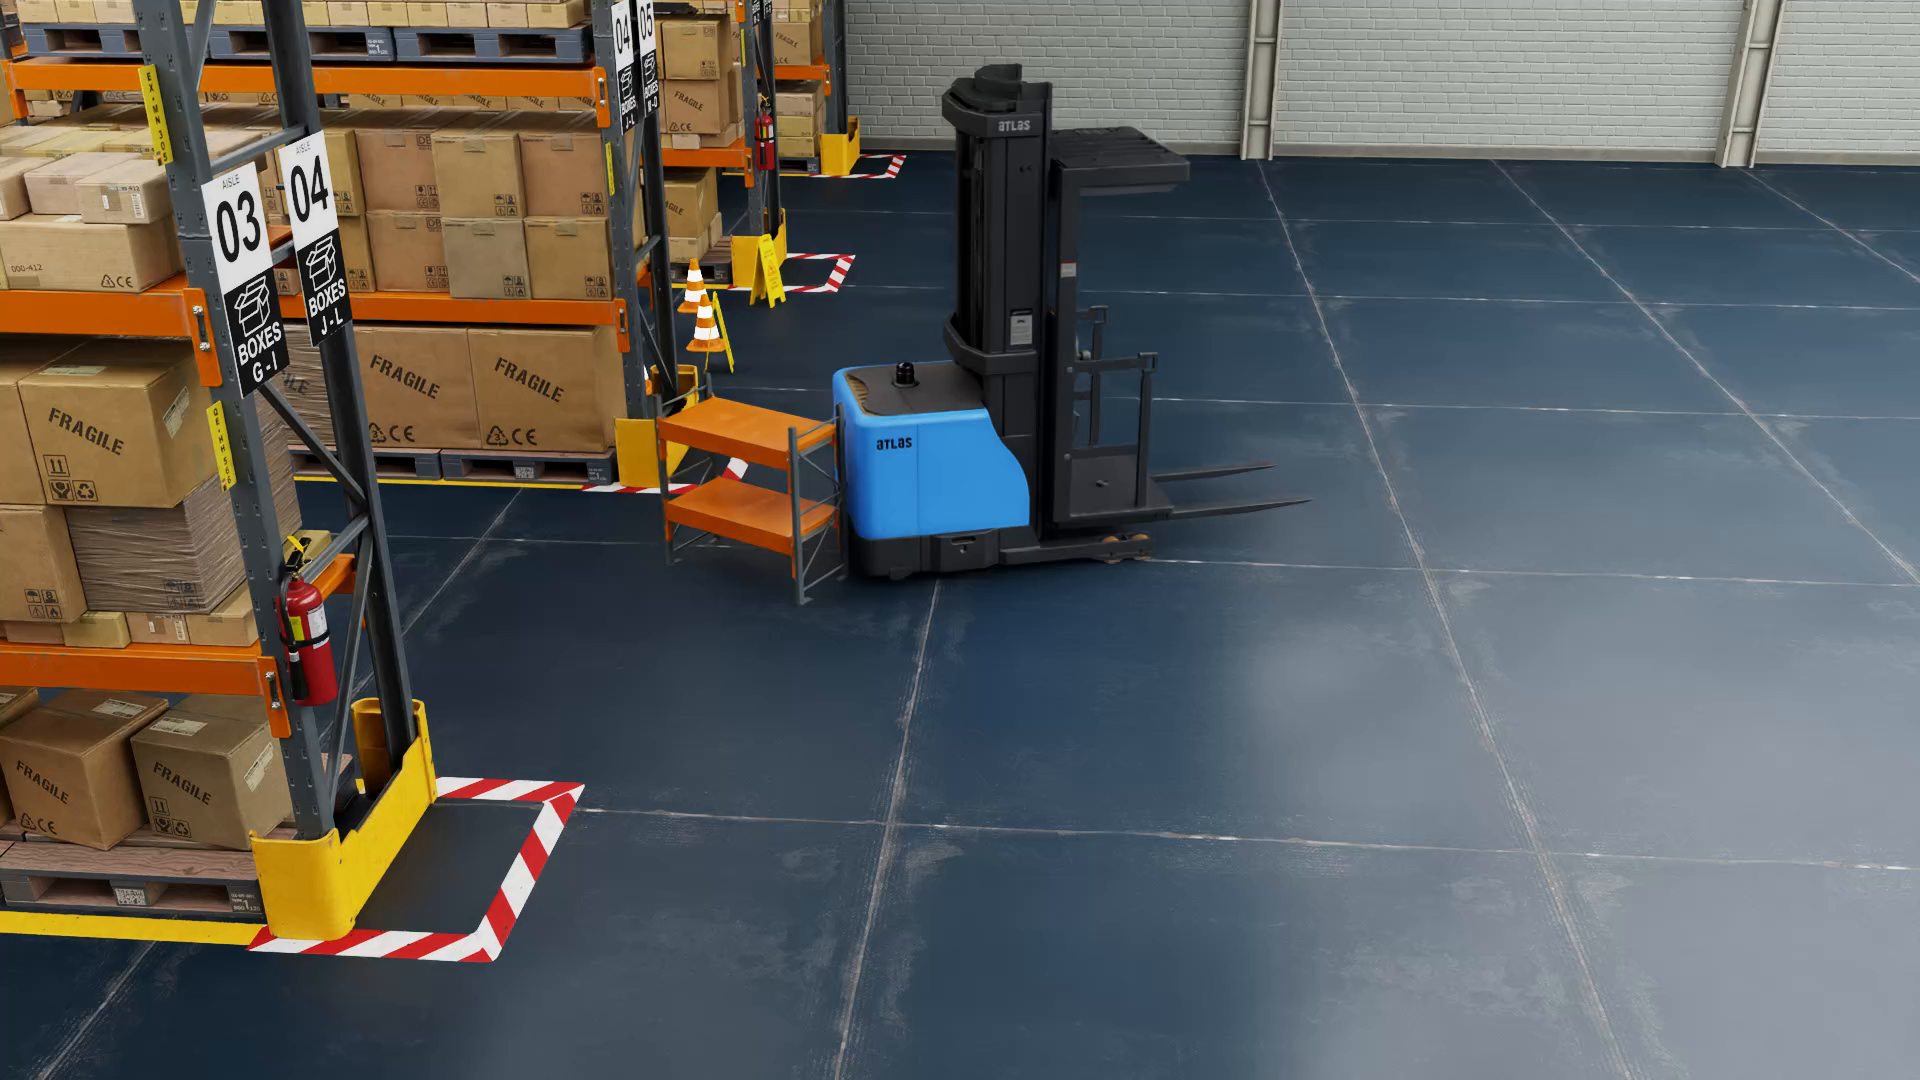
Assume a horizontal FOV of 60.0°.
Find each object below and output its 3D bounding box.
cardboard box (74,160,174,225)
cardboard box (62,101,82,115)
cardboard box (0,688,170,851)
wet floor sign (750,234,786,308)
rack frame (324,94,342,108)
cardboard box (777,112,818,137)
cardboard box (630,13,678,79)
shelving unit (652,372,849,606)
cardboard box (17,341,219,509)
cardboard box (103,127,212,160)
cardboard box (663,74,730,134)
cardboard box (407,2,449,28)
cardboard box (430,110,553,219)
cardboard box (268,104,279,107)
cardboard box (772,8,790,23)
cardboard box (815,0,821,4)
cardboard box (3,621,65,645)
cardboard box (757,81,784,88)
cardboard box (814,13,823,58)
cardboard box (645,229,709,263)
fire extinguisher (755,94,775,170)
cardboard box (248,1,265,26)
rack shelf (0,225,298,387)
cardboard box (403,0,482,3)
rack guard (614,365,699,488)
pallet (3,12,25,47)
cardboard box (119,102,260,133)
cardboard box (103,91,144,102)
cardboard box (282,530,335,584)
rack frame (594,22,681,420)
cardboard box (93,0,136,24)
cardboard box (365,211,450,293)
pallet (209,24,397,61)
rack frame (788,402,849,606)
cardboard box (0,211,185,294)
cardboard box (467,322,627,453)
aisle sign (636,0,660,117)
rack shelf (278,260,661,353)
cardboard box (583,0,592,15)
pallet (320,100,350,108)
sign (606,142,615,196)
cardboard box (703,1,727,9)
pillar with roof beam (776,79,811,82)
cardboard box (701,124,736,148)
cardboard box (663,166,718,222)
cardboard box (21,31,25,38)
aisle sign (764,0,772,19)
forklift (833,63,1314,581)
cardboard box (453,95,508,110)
[{"bbox_3d":[-2.968,-1.261,6.016,0.250,0.149,0.380,2,25,4],"label":"cardboard box"},{"bbox_3d":[-8.508,-4.238,16.170,0.250,0.149,0.380,3,25,7],"label":"cardboard box"},{"bbox_3d":[-3.887,1.006,7.463,0.500,0.500,0.500,8,26,18],"label":"cardboard box"},{"bbox_3d":[-1.801,-2.515,15.445,0.232,0.644,0.267,11,27,22],"label":"wet floor sign"},{"bbox_3d":[-5.897,-4.165,16.213,0.127,3.000,1.000,2,25,4],"label":"rack frame"},{"bbox_3d":[-2.041,-5.160,20.564,0.500,0.250,0.500,2,25,3],"label":"cardboard box"},{"bbox_3d":[-2.939,-4.616,15.523,0.500,0.500,0.700,2,25,4],"label":"cardboard box"},{"bbox_3d":[-1.263,-0.324,10.109,1.048,1.125,0.538,15,29,29],"label":"shelving unit"},{"bbox_3d":[-3.234,-0.456,6.481,0.500,0.500,0.500,2,25,4],"label":"cardboard box"},{"bbox_3d":[-3.175,-1.536,6.614,0.250,0.149,0.380,2,25,5],"label":"cardboard box"},{"bbox_3d":[-2.471,-4.120,15.640,0.500,0.500,0.500,1,25,3],"label":"cardboard box"},{"bbox_3d":[-3.303,-3.349,10.531,0.250,0.149,0.380,2,25,4],"label":"cardboard box"},{"bbox_3d":[-3.109,-2.537,11.203,0.550,0.550,0.875,2,25,4],"label":"cardboard box"},{"bbox_3d":[-6.431,-4.143,15.964,0.250,0.149,0.380,2,25,5],"label":"cardboard box"},{"bbox_3d":[-2.156,-6.336,20.036,0.250,0.149,0.380,2,25,5],"label":"cardboard box"},{"bbox_3d":[-1.851,-6.681,20.429,0.250,0.149,0.380,1,25,3],"label":"cardboard box"},{"bbox_3d":[-3.718,0.275,6.864,0.250,0.149,0.380,2,25,4],"label":"cardboard box"},{"bbox_3d":[-2.495,-5.611,20.945,0.500,0.250,0.500,2,25,4],"label":"cardboard box"},{"bbox_3d":[-2.005,-6.283,20.696,0.500,0.500,0.500,3,25,6],"label":"cardboard box"},{"bbox_3d":[-2.759,-2.893,16.236,0.500,0.250,0.500,2,25,4],"label":"cardboard box"},{"bbox_3d":[-1.830,-3.806,15.526,0.183,0.674,0.296,2,25,4],"label":"fire extinguisher"},{"bbox_3d":[-4.321,-3.381,10.600,0.250,0.149,0.380,2,25,5],"label":"cardboard box"},{"bbox_3d":[-4.661,-1.006,6.621,4.000,0.370,1.077,2,25,4],"label":"rack shelf"},{"bbox_3d":[-3.195,-3.552,10.494,0.500,0.250,0.500,2,25,4],"label":"cardboard box"},{"bbox_3d":[-2.163,-0.834,11.965,0.348,0.500,1.175,2,25,4],"label":"rack guard"},{"bbox_3d":[-7.093,-3.383,11.155,1.217,0.209,0.805,1,25,2],"label":"pallet"},{"bbox_3d":[-5.252,-2.662,11.476,0.550,0.550,0.875,2,25,4],"label":"cardboard box"},{"bbox_3d":[-7.906,-4.506,15.977,0.500,0.500,0.500,1,25,2],"label":"cardboard box"},{"bbox_3d":[-2.933,0.099,7.247,0.250,0.149,0.380,2,25,4],"label":"cardboard box"},{"bbox_3d":[-2.187,-1.971,11.444,0.127,3.000,1.000,2,25,4],"label":"rack frame"},{"bbox_3d":[-5.331,-3.414,10.671,0.250,0.149,0.380,2,25,4],"label":"cardboard box"},{"bbox_3d":[-3.659,-2.111,11.569,0.550,0.550,0.875,2,25,4],"label":"cardboard box"},{"bbox_3d":[-4.147,-3.350,10.960,1.213,0.211,1.003,2,25,4],"label":"pallet"},{"bbox_3d":[-0.833,-0.211,9.862,0.032,1.125,0.500,15,29,29],"label":"rack frame"},{"bbox_3d":[-3.167,-1.111,6.166,0.500,0.250,0.500,2,25,5],"label":"cardboard box"},{"bbox_3d":[-2.868,-1.190,11.788,0.875,0.875,0.875,2,25,4],"label":"cardboard box"},{"bbox_3d":[-2.093,-3.274,11.168,0.004,0.787,0.394,2,25,4],"label":"aisle sign"},{"bbox_3d":[-4.181,-1.708,11.734,4.000,0.370,1.077,2,25,4],"label":"rack shelf"},{"bbox_3d":[-2.504,-3.600,11.075,0.250,0.149,0.380,2,25,4],"label":"cardboard box"},{"bbox_3d":[-6.648,-4.163,16.438,1.213,0.211,1.003,2,25,4],"label":"pallet"},{"bbox_3d":[-2.242,-2.379,10.662,0.005,0.325,0.100,2,25,4],"label":"sign"},{"bbox_3d":[-2.927,-6.498,20.031,0.250,0.149,0.380,2,25,5],"label":"cardboard box"},{"bbox_3d":[-2.487,-7.435,16.143,0.400,9.000,9.100,2,25,4],"label":"pillar with roof beam"},{"bbox_3d":[-2.298,-3.846,15.820,0.250,0.149,0.380,3,25,6],"label":"cardboard box"},{"bbox_3d":[-2.715,-3.461,16.573,0.500,0.500,0.500,1,25,2],"label":"cardboard box"},{"bbox_3d":[-9.410,-4.766,16.541,0.500,0.500,0.500,1,25,2],"label":"cardboard box"},{"bbox_3d":[-1.823,-5.345,15.668,0.004,0.787,0.394,2,25,4],"label":"aisle sign"},{"bbox_3d":[0.753,-1.391,10.267,3.031,2.935,1.130,-5,25,-12],"label":"forklift"},{"bbox_3d":[-4.477,-4.187,15.786,0.500,0.500,0.500,2,25,4],"label":"cardboard box"}]
